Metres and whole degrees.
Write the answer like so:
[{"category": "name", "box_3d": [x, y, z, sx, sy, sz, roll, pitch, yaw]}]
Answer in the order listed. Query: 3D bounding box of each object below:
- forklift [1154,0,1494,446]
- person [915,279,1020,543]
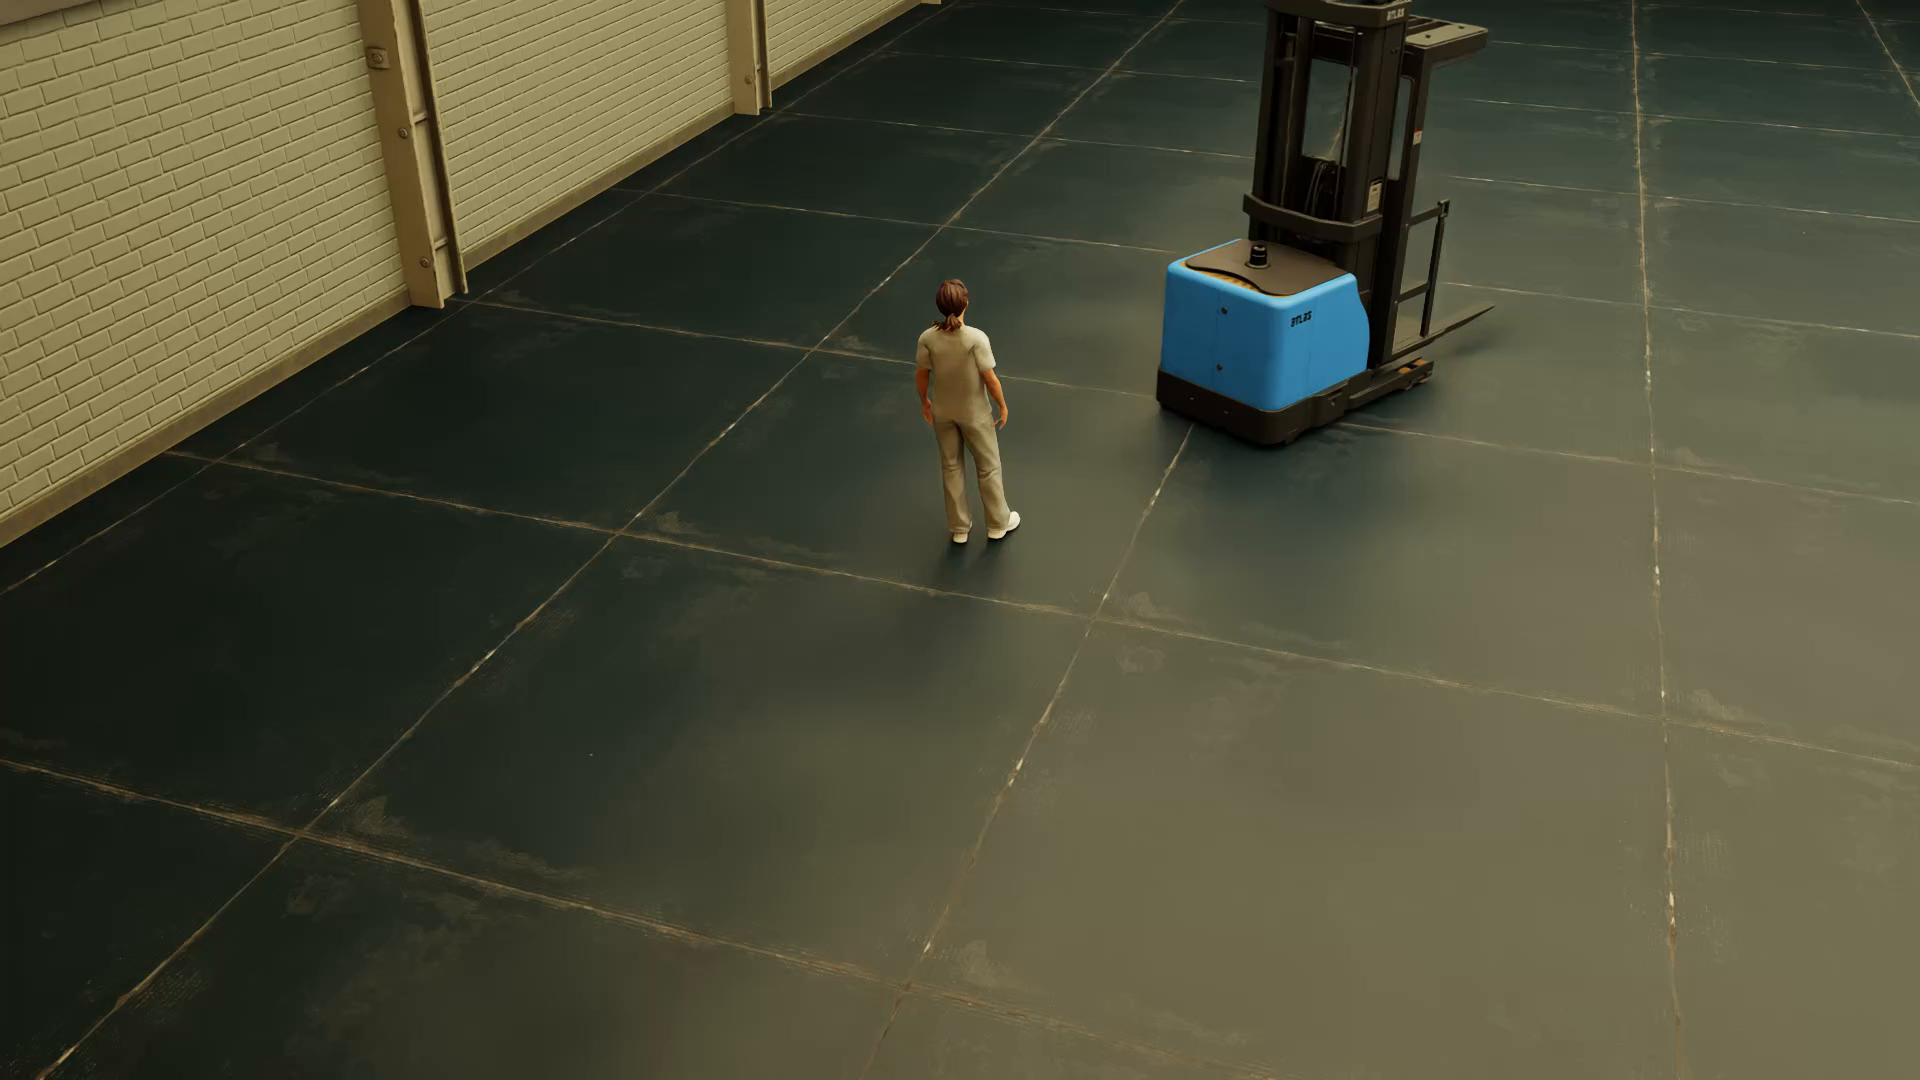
[{"category": "forklift", "box_3d": [2.786, -2.514, 11.546, 3.031, 2.935, 1.130, -25, 38, -36]}, {"category": "person", "box_3d": [0.037, -0.767, 9.734, 0.549, 1.673, 0.548, 10, 31, 16]}]
